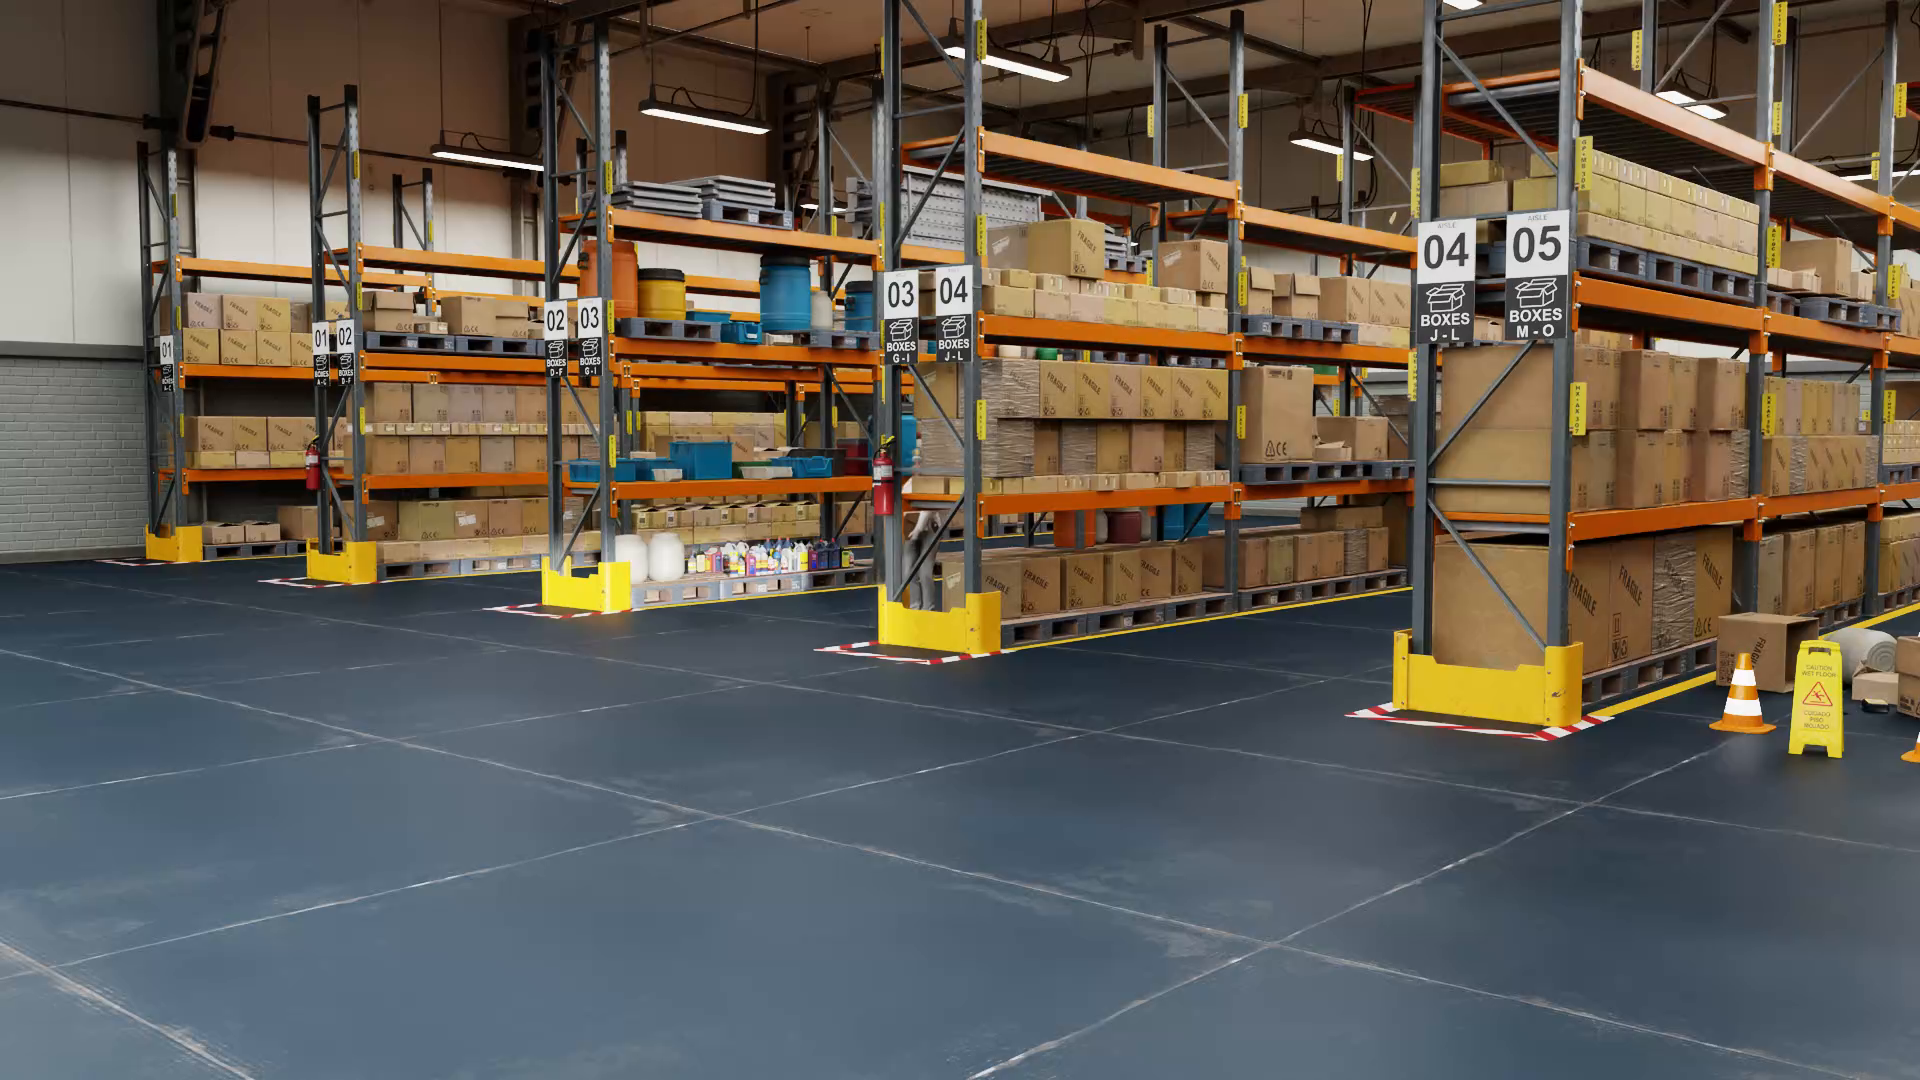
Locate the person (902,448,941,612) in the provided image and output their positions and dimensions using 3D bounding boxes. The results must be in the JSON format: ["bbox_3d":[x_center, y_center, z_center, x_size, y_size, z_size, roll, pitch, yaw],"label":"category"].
[{"bbox_3d":[-0.414,-0.031,15.867,0.416,1.687,0.523,3,5,39],"label":"person"}]
